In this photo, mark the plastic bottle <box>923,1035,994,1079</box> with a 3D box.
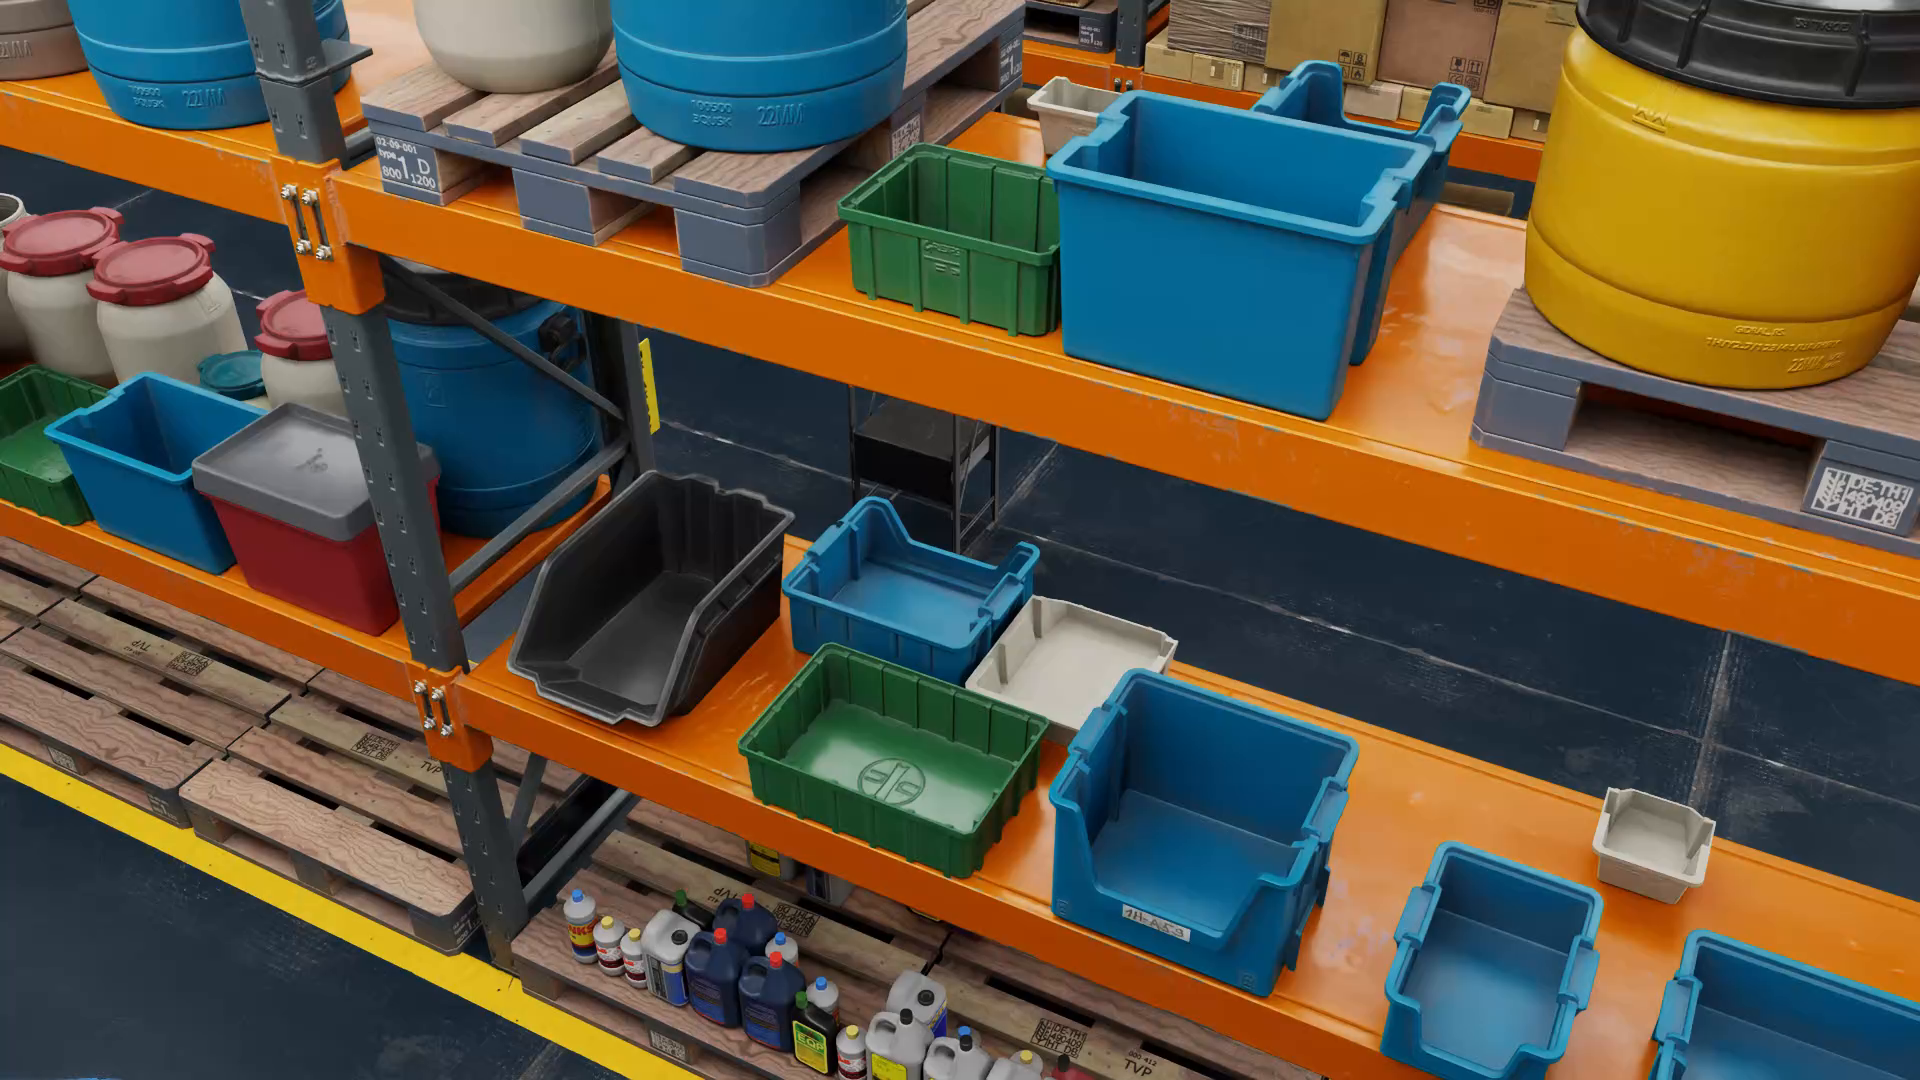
[{"bbox_3d":[-0.004,1.491,4.632,0.185,0.351,0.144,19,41,23],"label":"plastic bottle"}]

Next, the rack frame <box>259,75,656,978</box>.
[{"bbox_3d":[-1.240,-0.059,4.847,0.127,3.000,1.000,17,41,21],"label":"rack frame"}]

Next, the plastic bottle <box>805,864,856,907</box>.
[{"bbox_3d":[-0.411,1.015,5.321,0.135,0.276,0.152,17,41,21],"label":"plastic bottle"}]

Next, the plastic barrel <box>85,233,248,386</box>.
[{"bbox_3d":[-2.640,-0.701,5.580,0.433,0.535,0.433,0,37,0],"label":"plastic barrel"}]

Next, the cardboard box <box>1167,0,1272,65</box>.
[{"bbox_3d":[1.409,-2.718,8.021,0.500,0.500,0.875,17,41,21],"label":"cardboard box"}]

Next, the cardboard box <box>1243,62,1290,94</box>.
[{"bbox_3d":[1.541,-2.266,7.962,0.250,0.149,0.380,17,41,21],"label":"cardboard box"}]

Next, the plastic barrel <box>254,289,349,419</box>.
[{"bbox_3d":[-1.989,-0.497,5.311,0.433,0.535,0.433,0,37,0],"label":"plastic barrel"}]

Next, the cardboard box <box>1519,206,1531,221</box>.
[{"bbox_3d":[2.949,-1.292,8.191,0.500,0.500,0.500,21,42,26],"label":"cardboard box"}]

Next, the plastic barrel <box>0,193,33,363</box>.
[{"bbox_3d":[-3.406,-0.927,5.898,0.421,0.512,0.421,0,37,0],"label":"plastic barrel"}]

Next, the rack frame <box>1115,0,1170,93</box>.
[{"bbox_3d":[1.038,-2.718,8.350,0.127,3.000,1.000,17,41,21],"label":"rack frame"}]

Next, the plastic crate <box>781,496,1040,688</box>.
[{"bbox_3d":[-0.133,0.162,4.678,0.616,0.251,0.499,17,41,21],"label":"plastic crate"}]

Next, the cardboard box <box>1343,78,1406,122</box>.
[{"bbox_3d":[1.970,-2.110,7.756,0.250,0.149,0.380,17,41,21],"label":"cardboard box"}]

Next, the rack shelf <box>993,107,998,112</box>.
[{"bbox_3d":[-0.147,-1.429,6.261,0.480,0.518,0.431,17,41,21],"label":"rack shelf"}]

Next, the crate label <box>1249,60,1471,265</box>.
[{"bbox_3d":[0.802,-0.780,3.439,0.408,0.251,0.502,17,41,21],"label":"crate label"}]

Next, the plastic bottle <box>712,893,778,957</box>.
[{"bbox_3d":[-0.648,1.191,5.027,0.185,0.351,0.144,17,41,21],"label":"plastic bottle"}]

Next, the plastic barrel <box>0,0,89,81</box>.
[{"bbox_3d":[-2.372,-1.660,4.060,0.600,0.901,0.600,0,37,0],"label":"plastic barrel"}]

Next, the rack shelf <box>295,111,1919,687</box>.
[{"bbox_3d":[0.536,-0.411,3.425,4.000,0.370,1.077,17,41,21],"label":"rack shelf"}]

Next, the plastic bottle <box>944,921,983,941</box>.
[{"bbox_3d":[0.016,1.120,5.176,0.133,0.283,0.061,17,41,21],"label":"plastic bottle"}]

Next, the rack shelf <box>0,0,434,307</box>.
[{"bbox_3d":[-3.016,-1.523,4.890,4.000,0.370,1.077,17,41,21],"label":"rack shelf"}]

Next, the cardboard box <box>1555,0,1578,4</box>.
[{"bbox_3d":[2.658,-2.602,7.042,0.500,0.500,0.500,17,41,21],"label":"cardboard box"}]

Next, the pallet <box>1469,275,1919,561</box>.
[{"bbox_3d":[1.622,-0.349,2.904,1.213,0.211,1.003,17,41,21],"label":"pallet"}]

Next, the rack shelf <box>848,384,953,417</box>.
[{"bbox_3d":[-0.147,-0.872,6.684,0.480,0.518,0.431,17,41,21],"label":"rack shelf"}]

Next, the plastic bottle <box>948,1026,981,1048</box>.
[{"bbox_3d":[0.013,1.473,4.779,0.097,0.201,0.097,0,37,0],"label":"plastic bottle"}]

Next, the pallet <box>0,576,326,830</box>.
[{"bbox_3d":[-3.043,0.516,6.396,1.213,0.211,1.003,17,41,21],"label":"pallet"}]

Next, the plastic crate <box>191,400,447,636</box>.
[{"bbox_3d":[-1.811,-0.055,4.788,0.583,0.464,0.402,17,41,21],"label":"plastic crate"}]

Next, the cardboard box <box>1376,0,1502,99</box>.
[{"bbox_3d":[2.327,-2.475,7.701,0.500,0.500,0.875,17,41,21],"label":"cardboard box"}]

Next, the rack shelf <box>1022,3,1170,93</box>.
[{"bbox_3d":[-0.738,-2.988,9.300,4.000,0.370,1.077,17,41,21],"label":"rack shelf"}]

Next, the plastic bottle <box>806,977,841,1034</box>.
[{"bbox_3d":[-0.399,1.373,4.853,0.097,0.271,0.097,0,37,0],"label":"plastic bottle"}]

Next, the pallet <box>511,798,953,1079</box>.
[{"bbox_3d":[-0.663,1.261,5.414,1.213,0.211,1.003,17,41,21],"label":"pallet"}]

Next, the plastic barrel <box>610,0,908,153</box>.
[{"bbox_3d":[-0.406,-1.286,3.221,0.708,0.901,0.600,17,41,21],"label":"plastic barrel"}]

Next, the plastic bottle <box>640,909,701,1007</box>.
[{"bbox_3d":[-0.859,1.250,5.011,0.135,0.276,0.152,19,41,23],"label":"plastic bottle"}]

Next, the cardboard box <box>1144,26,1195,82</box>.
[{"bbox_3d":[1.090,-2.397,8.134,0.250,0.149,0.380,17,41,21],"label":"cardboard box"}]

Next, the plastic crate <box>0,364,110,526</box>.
[{"bbox_3d":[-2.916,-0.307,5.349,0.662,0.188,0.450,17,41,21],"label":"plastic crate"}]

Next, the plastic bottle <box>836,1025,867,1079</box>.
[{"bbox_3d":[-0.306,1.471,4.781,0.097,0.201,0.097,0,37,0],"label":"plastic bottle"}]

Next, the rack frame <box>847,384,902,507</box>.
[{"bbox_3d":[-0.364,-0.950,6.765,0.015,2.100,0.400,17,41,21],"label":"rack frame"}]

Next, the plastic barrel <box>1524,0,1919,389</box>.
[{"bbox_3d":[1.241,-0.632,2.618,0.600,0.588,0.600,0,37,0],"label":"plastic barrel"}]

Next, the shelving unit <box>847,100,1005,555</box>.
[{"bbox_3d":[-0.147,-0.882,6.676,0.503,2.100,0.431,17,41,21],"label":"shelving unit"}]

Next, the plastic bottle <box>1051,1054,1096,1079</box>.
[{"bbox_3d":[0.317,1.543,4.620,0.133,0.283,0.061,17,41,21],"label":"plastic bottle"}]

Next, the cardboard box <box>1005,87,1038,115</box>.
[{"bbox_3d":[0.087,-2.223,9.401,0.500,0.500,0.700,17,40,21],"label":"cardboard box"}]

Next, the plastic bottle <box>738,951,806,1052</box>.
[{"bbox_3d":[-0.547,1.321,4.856,0.185,0.351,0.144,16,40,20],"label":"plastic bottle"}]

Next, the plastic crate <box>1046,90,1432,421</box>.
[{"bbox_3d":[0.480,-0.504,2.965,0.575,0.384,0.392,17,41,21],"label":"plastic crate"}]

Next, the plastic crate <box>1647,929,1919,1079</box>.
[{"bbox_3d":[1.730,1.134,3.398,0.616,0.251,0.499,17,41,21],"label":"plastic crate"}]

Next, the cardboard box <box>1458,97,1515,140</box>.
[{"bbox_3d":[2.428,-1.987,7.594,0.250,0.149,0.380,17,41,21],"label":"cardboard box"}]

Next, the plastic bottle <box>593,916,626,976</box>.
[{"bbox_3d":[-1.069,1.233,5.096,0.097,0.201,0.097,0,37,0],"label":"plastic bottle"}]

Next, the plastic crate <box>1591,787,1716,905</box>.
[{"bbox_3d":[1.665,0.737,4.017,0.250,0.136,0.298,17,41,21],"label":"plastic crate"}]

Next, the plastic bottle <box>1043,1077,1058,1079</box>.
[{"bbox_3d":[0.268,1.603,4.546,0.135,0.276,0.152,18,41,22],"label":"plastic bottle"}]

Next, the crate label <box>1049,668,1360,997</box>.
[{"bbox_3d":[0.553,0.673,3.854,0.616,0.435,0.502,17,41,21],"label":"crate label"}]
